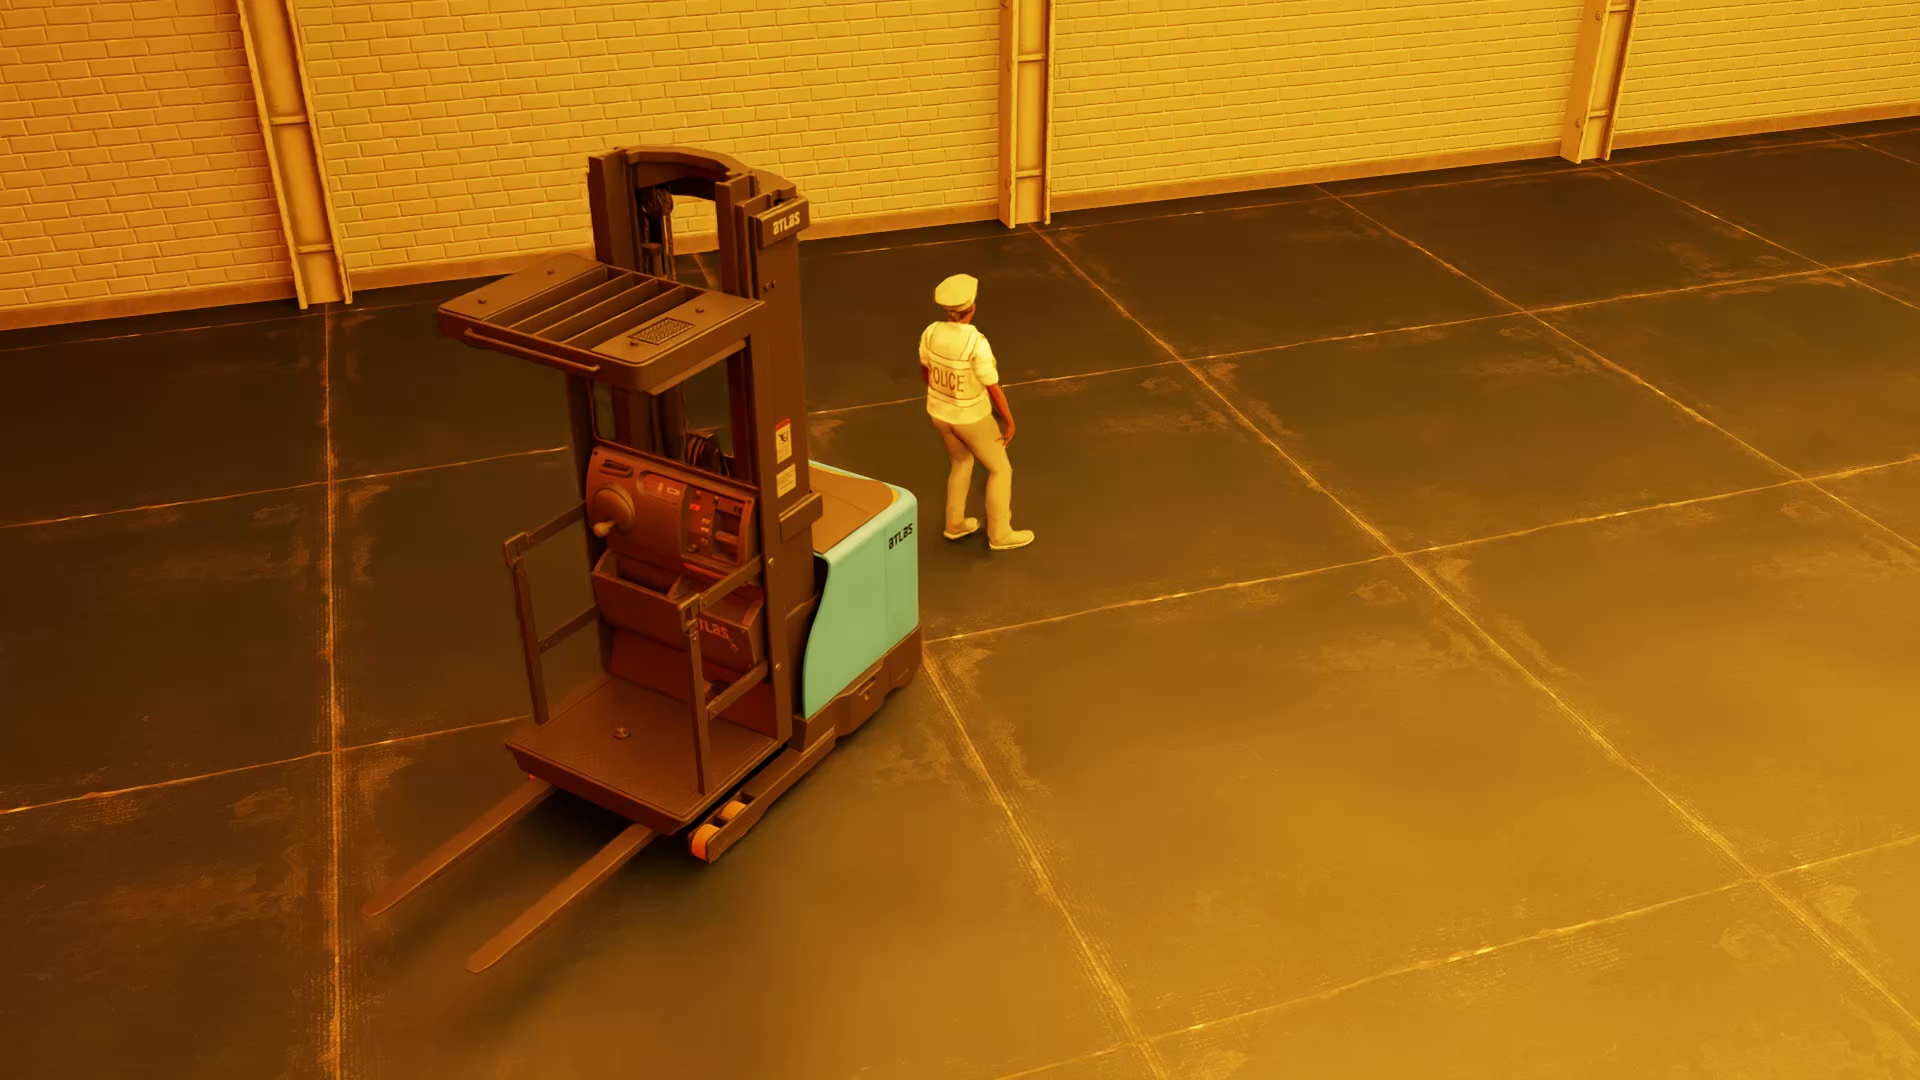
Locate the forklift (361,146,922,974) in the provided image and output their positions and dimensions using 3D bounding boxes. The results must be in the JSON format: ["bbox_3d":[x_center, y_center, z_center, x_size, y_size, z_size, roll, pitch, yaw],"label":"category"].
[{"bbox_3d":[-1.405,-0.086,7.237,1.130,2.935,3.031,17,34,27],"label":"forklift"}]

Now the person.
[{"bbox_3d":[0.073,-0.734,9.660,0.663,1.672,0.428,20,36,31],"label":"person"}]
